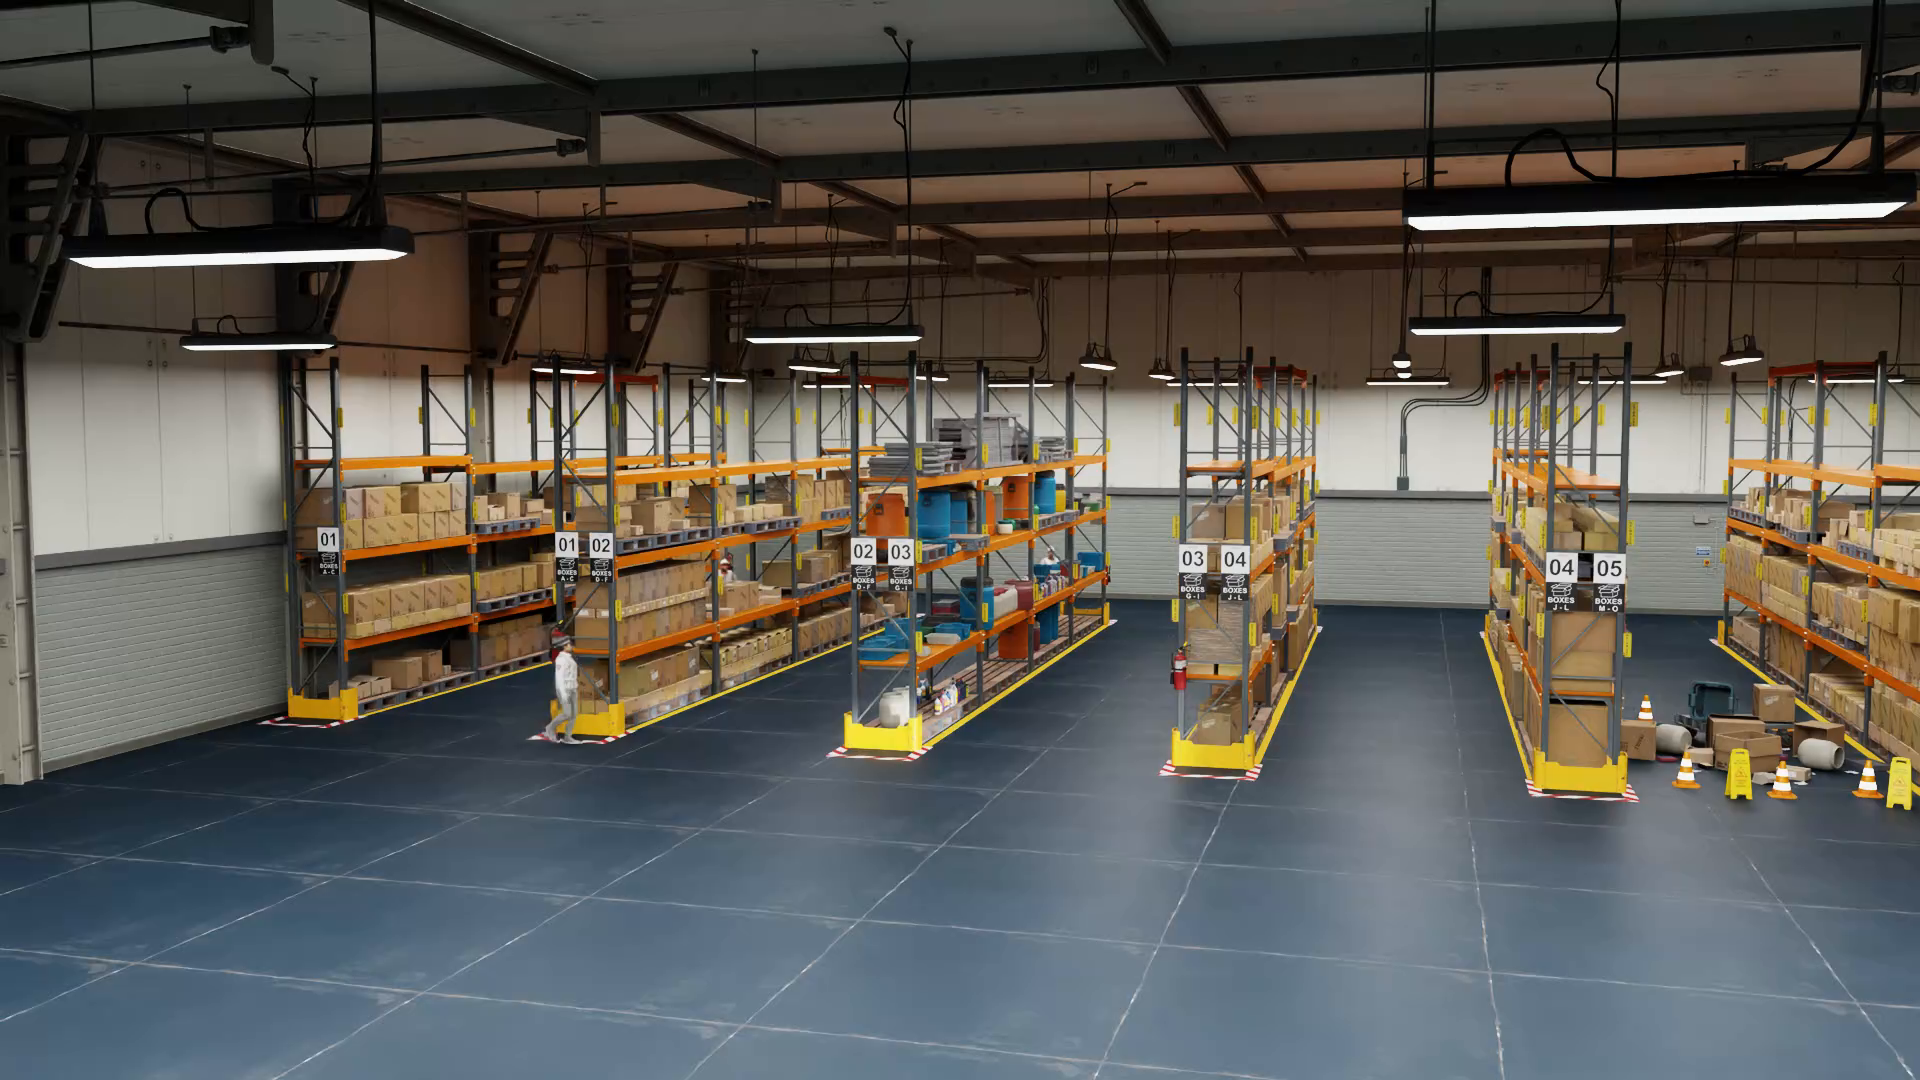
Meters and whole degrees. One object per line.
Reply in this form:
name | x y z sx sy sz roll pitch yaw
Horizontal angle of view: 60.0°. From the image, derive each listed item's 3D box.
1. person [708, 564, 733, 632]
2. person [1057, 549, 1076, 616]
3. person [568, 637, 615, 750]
person | -5.448 1.371 38.233 0.637 1.687 1.126 1 4 16
person | 2.623 1.057 41.738 0.542 1.753 0.716 4 6 42
person | -5.663 2.294 25.116 0.761 1.691 0.637 2 5 27
